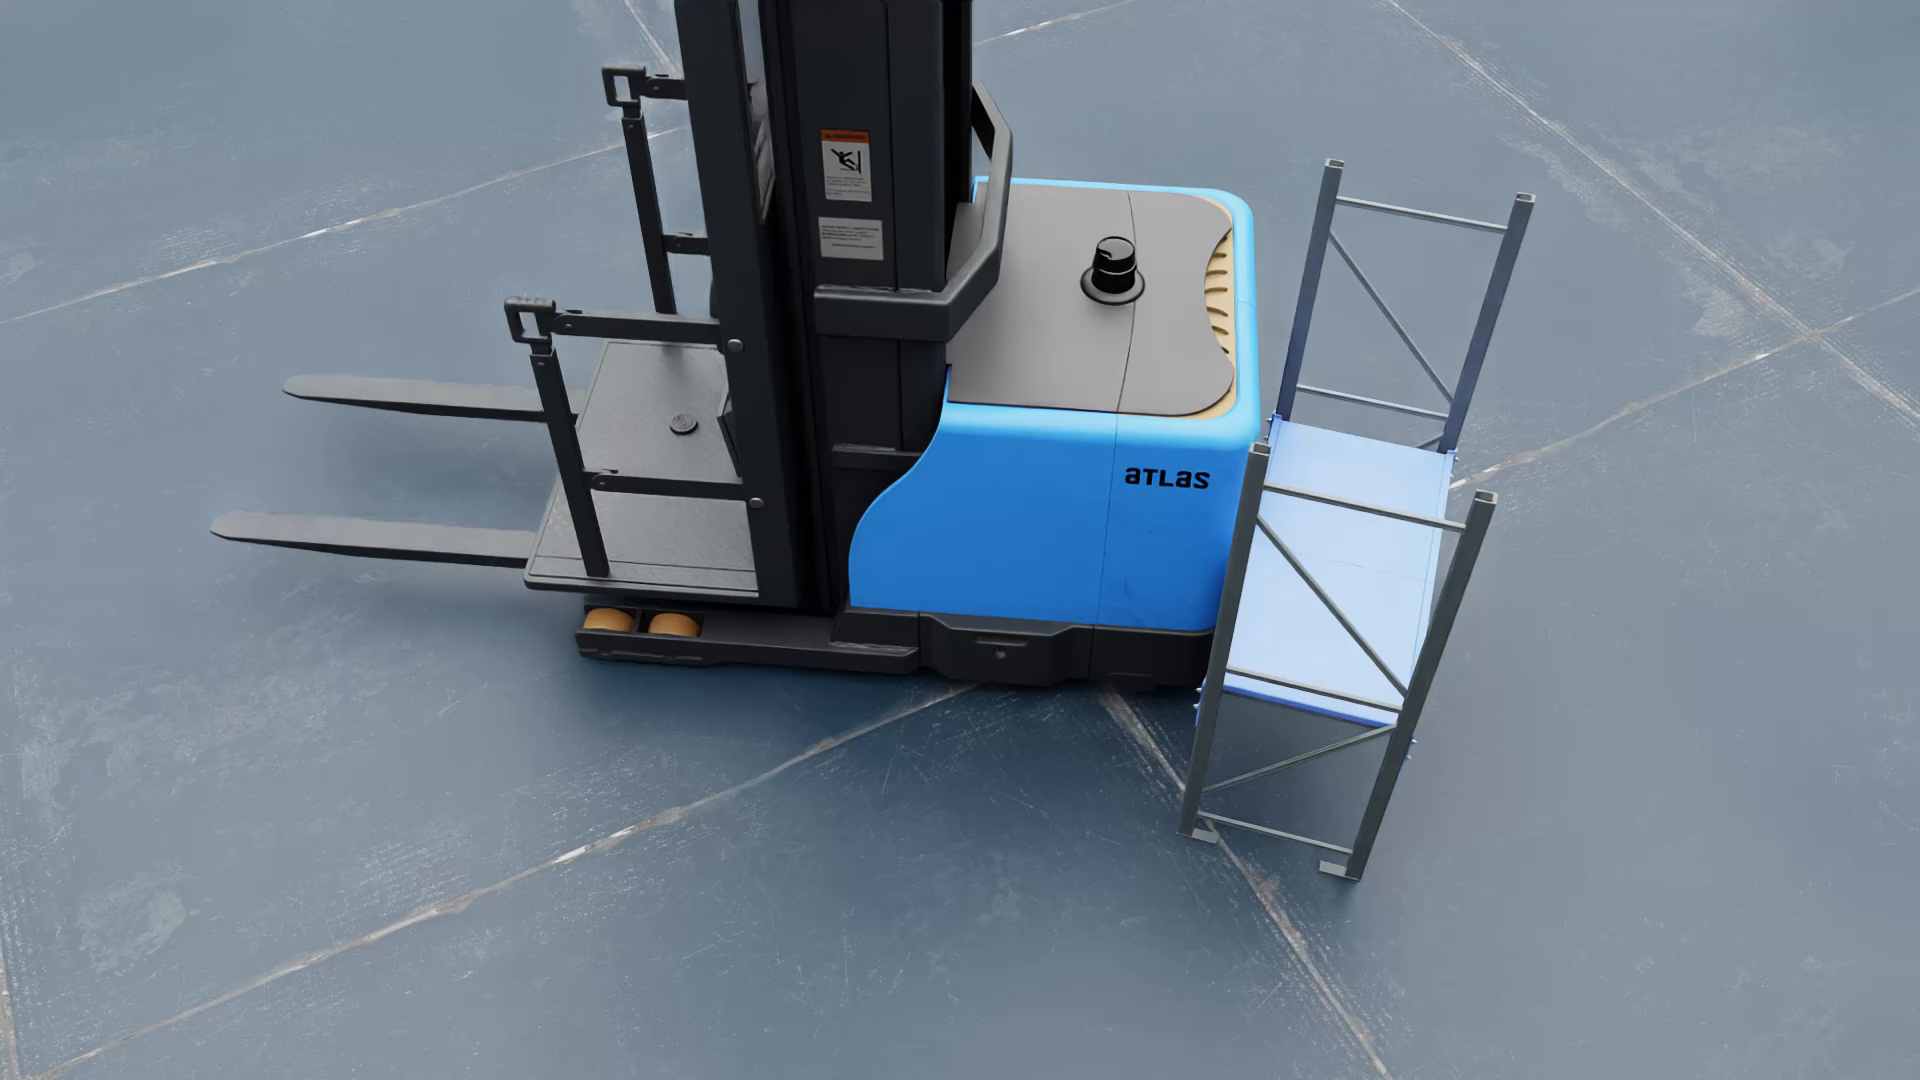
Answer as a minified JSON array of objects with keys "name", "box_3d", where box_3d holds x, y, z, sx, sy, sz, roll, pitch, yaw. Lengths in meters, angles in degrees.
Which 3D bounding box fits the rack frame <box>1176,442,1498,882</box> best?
[{"name":"rack frame","box_3d":[0.836,0.356,3.942,0.500,1.500,0.032,13,50,11]}]

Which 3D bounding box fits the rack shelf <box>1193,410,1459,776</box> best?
[{"name":"rack shelf","box_3d":[0.984,0.109,4.397,0.538,0.185,1.000,13,50,11]}]

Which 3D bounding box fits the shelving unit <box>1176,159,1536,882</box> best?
[{"name":"shelving unit","box_3d":[0.984,-0.010,4.262,0.538,1.500,1.048,13,50,11]}]

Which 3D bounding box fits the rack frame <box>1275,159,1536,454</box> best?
[{"name":"rack frame","box_3d":[1.133,-0.376,4.582,0.500,1.500,0.032,13,50,11]}]

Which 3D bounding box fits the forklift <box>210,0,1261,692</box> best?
[{"name":"forklift","box_3d":[-0.710,-0.988,4.167,3.031,2.935,1.130,4,49,4]}]
